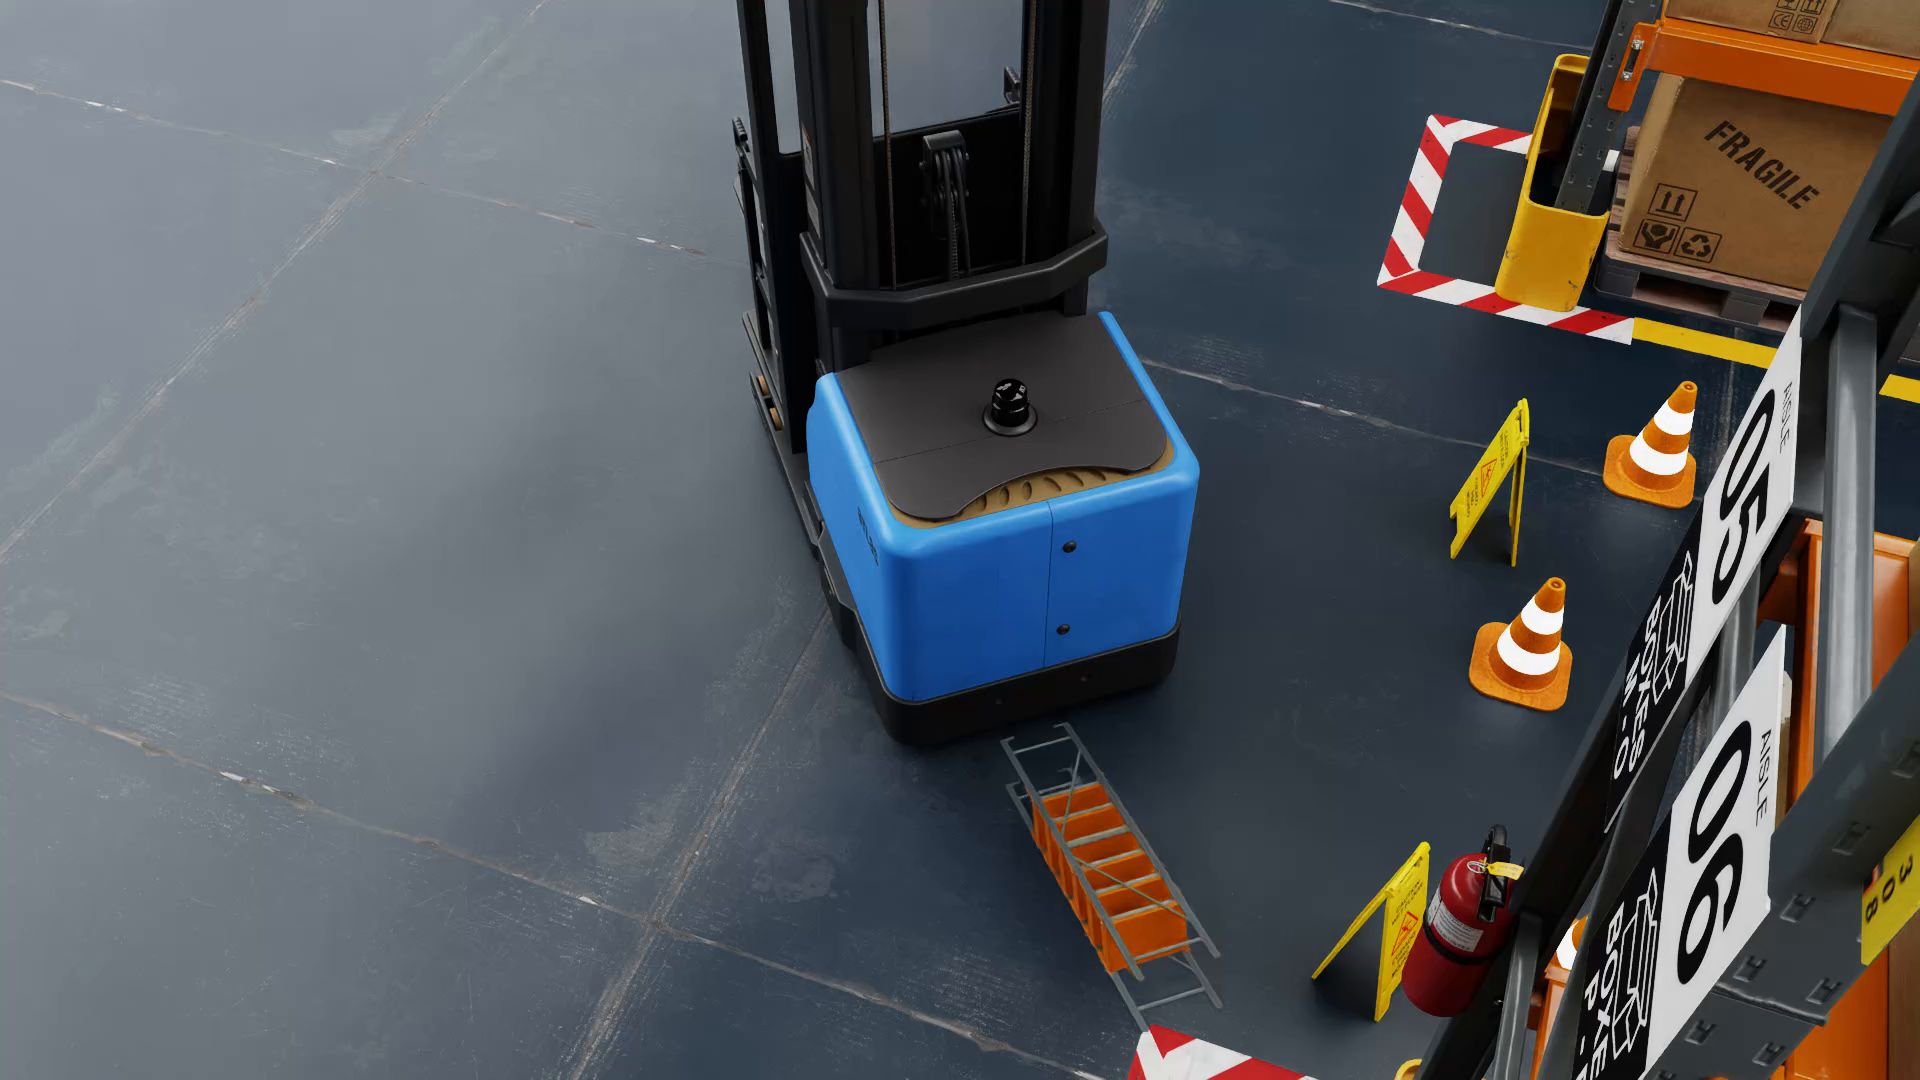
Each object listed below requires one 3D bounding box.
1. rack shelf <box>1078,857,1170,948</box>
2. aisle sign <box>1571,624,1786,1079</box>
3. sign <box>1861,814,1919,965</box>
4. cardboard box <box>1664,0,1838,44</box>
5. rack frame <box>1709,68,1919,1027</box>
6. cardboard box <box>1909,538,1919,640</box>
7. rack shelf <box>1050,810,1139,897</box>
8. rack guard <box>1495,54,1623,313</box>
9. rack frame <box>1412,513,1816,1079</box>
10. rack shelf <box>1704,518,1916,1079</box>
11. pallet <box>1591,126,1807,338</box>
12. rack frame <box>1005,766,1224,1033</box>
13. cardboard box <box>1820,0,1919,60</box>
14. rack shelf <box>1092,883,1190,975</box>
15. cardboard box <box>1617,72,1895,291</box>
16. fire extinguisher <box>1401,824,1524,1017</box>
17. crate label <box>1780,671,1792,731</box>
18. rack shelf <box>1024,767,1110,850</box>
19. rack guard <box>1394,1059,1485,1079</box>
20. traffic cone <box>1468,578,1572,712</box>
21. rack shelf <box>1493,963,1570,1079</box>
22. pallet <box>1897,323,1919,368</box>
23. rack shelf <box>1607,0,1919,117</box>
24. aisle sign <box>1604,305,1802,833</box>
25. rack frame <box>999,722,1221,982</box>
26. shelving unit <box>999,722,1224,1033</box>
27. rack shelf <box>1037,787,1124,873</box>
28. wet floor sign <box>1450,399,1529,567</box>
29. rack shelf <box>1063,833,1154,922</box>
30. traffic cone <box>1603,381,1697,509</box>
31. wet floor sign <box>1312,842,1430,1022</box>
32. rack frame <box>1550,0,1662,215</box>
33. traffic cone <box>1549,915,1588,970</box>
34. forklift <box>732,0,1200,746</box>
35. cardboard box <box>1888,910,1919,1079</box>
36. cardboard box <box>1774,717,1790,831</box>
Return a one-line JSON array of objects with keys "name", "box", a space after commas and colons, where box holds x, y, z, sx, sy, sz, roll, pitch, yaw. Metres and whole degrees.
[{"name": "rack shelf", "box": [0.482, 1.051, 4.831, 0.258, 0.180, 0.103, -14, 29, -12]}, {"name": "aisle sign", "box": [0.892, 0.496, 2.115, 0.004, 0.787, 0.394, 16, 51, 13]}, {"name": "sign", "box": [0.870, 0.260, 1.476, 0.005, 0.325, 0.100, 16, 51, 13]}, {"name": "cardboard box", "box": [3.042, -2.375, 6.225, 0.550, 0.550, 0.875, 16, 51, 13]}, {"name": "rack frame", "box": [1.058, -0.821, 1.006, 0.127, 3.000, 1.000, 16, 51, 13]}, {"name": "cardboard box", "box": [1.489, 0.139, 2.326, 0.250, 0.149, 0.380, 16, 51, 13]}, {"name": "rack shelf", "box": [0.413, 0.948, 5.037, 0.258, 0.180, 0.103, -14, 29, -12]}, {"name": "rack guard", "box": [2.656, -1.579, 7.288, 0.348, 0.500, 1.175, 16, 51, 13]}, {"name": "rack frame", "box": [1.058, 1.144, 3.274, 0.127, 3.000, 1.000, 16, 51, 13]}, {"name": "rack shelf", "box": [2.934, 0.921, 1.958, 4.000, 0.370, 1.077, 16, 51, 13]}, {"name": "pallet", "box": [3.456, -1.324, 7.258, 1.213, 0.211, 1.003, 16, 51, 13]}, {"name": "rack frame", "box": [0.436, 1.047, 5.042, 0.240, 0.006, 1.200, -14, 29, -12]}, {"name": "cardboard box", "box": [3.566, -2.247, 6.113, 0.550, 0.550, 0.875, 16, 51, 13]}, {"name": "rack shelf", "box": [0.516, 1.103, 4.728, 0.258, 0.180, 0.103, -14, 29, -12]}, {"name": "cardboard box", "box": [3.337, -1.702, 6.868, 0.875, 0.875, 0.875, 16, 51, 13]}, {"name": "fire extinguisher", "box": [1.110, 0.813, 3.612, 0.183, 0.674, 0.296, 16, 51, 13]}, {"name": "crate label", "box": [2.733, 0.566, 5.669, 0.298, 0.136, 0.250, -7, 49, -6]}, {"name": "rack shelf", "box": [0.344, 0.845, 5.242, 0.258, 0.180, 0.103, -14, 29, -12]}, {"name": "rack guard", "box": [1.129, 1.983, 4.201, 0.348, 0.500, 1.175, 16, 51, 13]}, {"name": "traffic cone", "box": [1.974, 0.297, 5.686, 0.334, 0.463, 0.336, 16, 51, 13]}, {"name": "rack shelf", "box": [2.934, 1.903, 3.091, 4.000, 0.370, 1.077, 16, 51, 13]}, {"name": "pallet", "box": [4.596, -1.003, 6.980, 1.213, 0.211, 1.003, 16, 51, 13]}, {"name": "rack shelf", "box": [4.555, -1.632, 6.155, 4.000, 0.370, 1.077, 16, 51, 13]}, {"name": "aisle sign", "box": [1.100, 0.071, 2.483, 0.004, 0.787, 0.394, 16, 51, 13]}, {"name": "rack frame", "box": [0.415, 0.887, 4.955, 0.240, 0.006, 1.200, -14, 29, -12]}, {"name": "shelving unit", "box": [0.426, 0.967, 4.999, 0.258, 0.189, 1.200, -14, 29, -12]}, {"name": "rack shelf", "box": [0.379, 0.896, 5.139, 0.258, 0.180, 0.103, -14, 29, -12]}, {"name": "wet floor sign", "box": [1.965, -0.224, 6.017, 0.232, 0.644, 0.267, 8, 50, 7]}, {"name": "rack shelf", "box": [0.447, 1.000, 4.934, 0.258, 0.180, 0.103, -14, 29, -12]}, {"name": "traffic cone", "box": [2.684, -0.415, 6.303, 0.334, 0.463, 0.336, 16, 51, 13]}, {"name": "wet floor sign", "box": [1.250, 1.107, 4.864, 0.232, 0.644, 0.267, 33, 57, 25]}, {"name": "rack frame", "box": [2.678, -2.391, 6.338, 0.127, 3.000, 1.000, 16, 51, 13]}, {"name": "traffic cone", "box": [1.908, 1.173, 4.927, 0.334, 0.463, 0.336, 16, 51, 13]}, {"name": "forklift", "box": [-0.199, -1.412, 5.534, 1.130, 2.935, 3.031, -14, 51, -12]}, {"name": "cardboard box", "box": [1.256, 0.561, 1.960, 0.250, 0.149, 0.380, 16, 51, 13]}, {"name": "cardboard box", "box": [1.613, 0.665, 2.764, 0.500, 0.500, 0.700, 14, 51, 12]}]
